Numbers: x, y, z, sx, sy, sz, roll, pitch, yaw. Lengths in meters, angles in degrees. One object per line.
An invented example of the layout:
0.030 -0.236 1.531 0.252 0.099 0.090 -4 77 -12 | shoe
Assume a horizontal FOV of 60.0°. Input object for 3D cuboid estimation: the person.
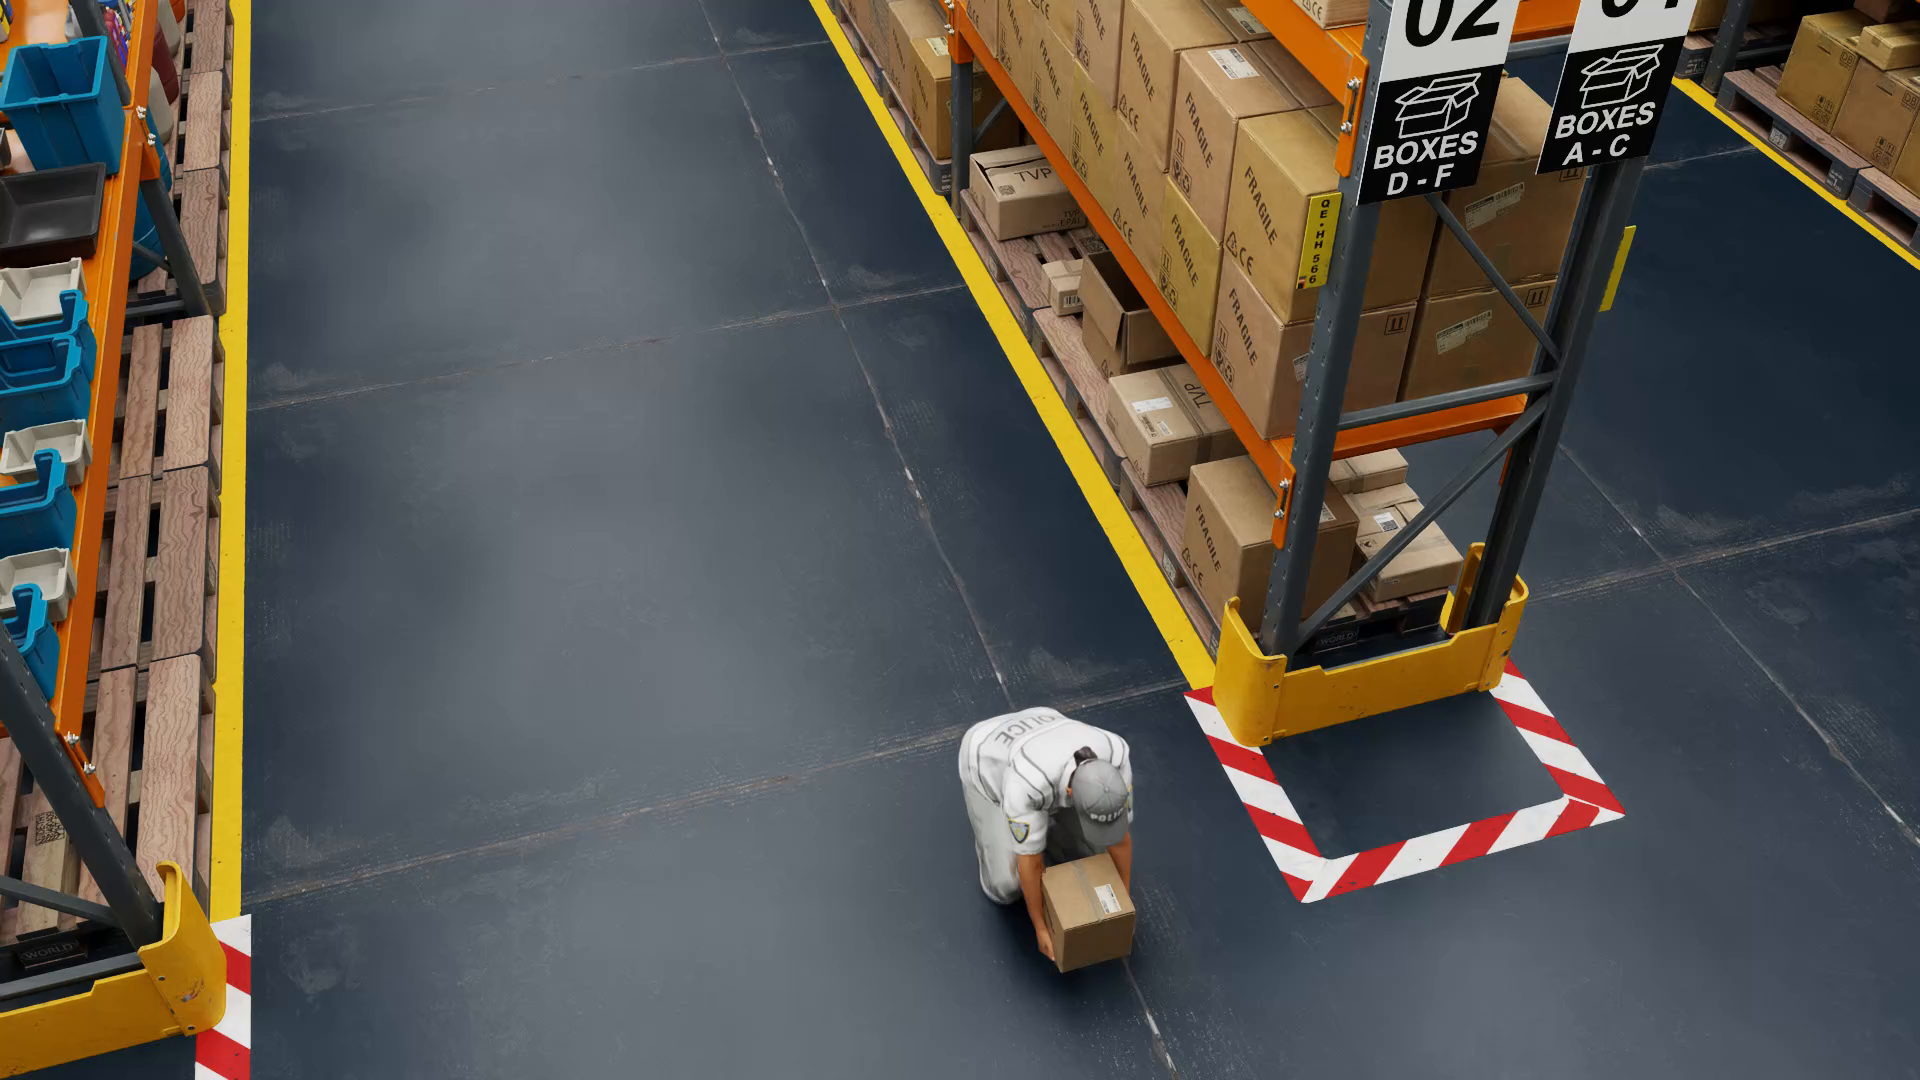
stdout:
0.306 0.921 5.692 0.505 0.956 0.858 -13 44 -14 | person
